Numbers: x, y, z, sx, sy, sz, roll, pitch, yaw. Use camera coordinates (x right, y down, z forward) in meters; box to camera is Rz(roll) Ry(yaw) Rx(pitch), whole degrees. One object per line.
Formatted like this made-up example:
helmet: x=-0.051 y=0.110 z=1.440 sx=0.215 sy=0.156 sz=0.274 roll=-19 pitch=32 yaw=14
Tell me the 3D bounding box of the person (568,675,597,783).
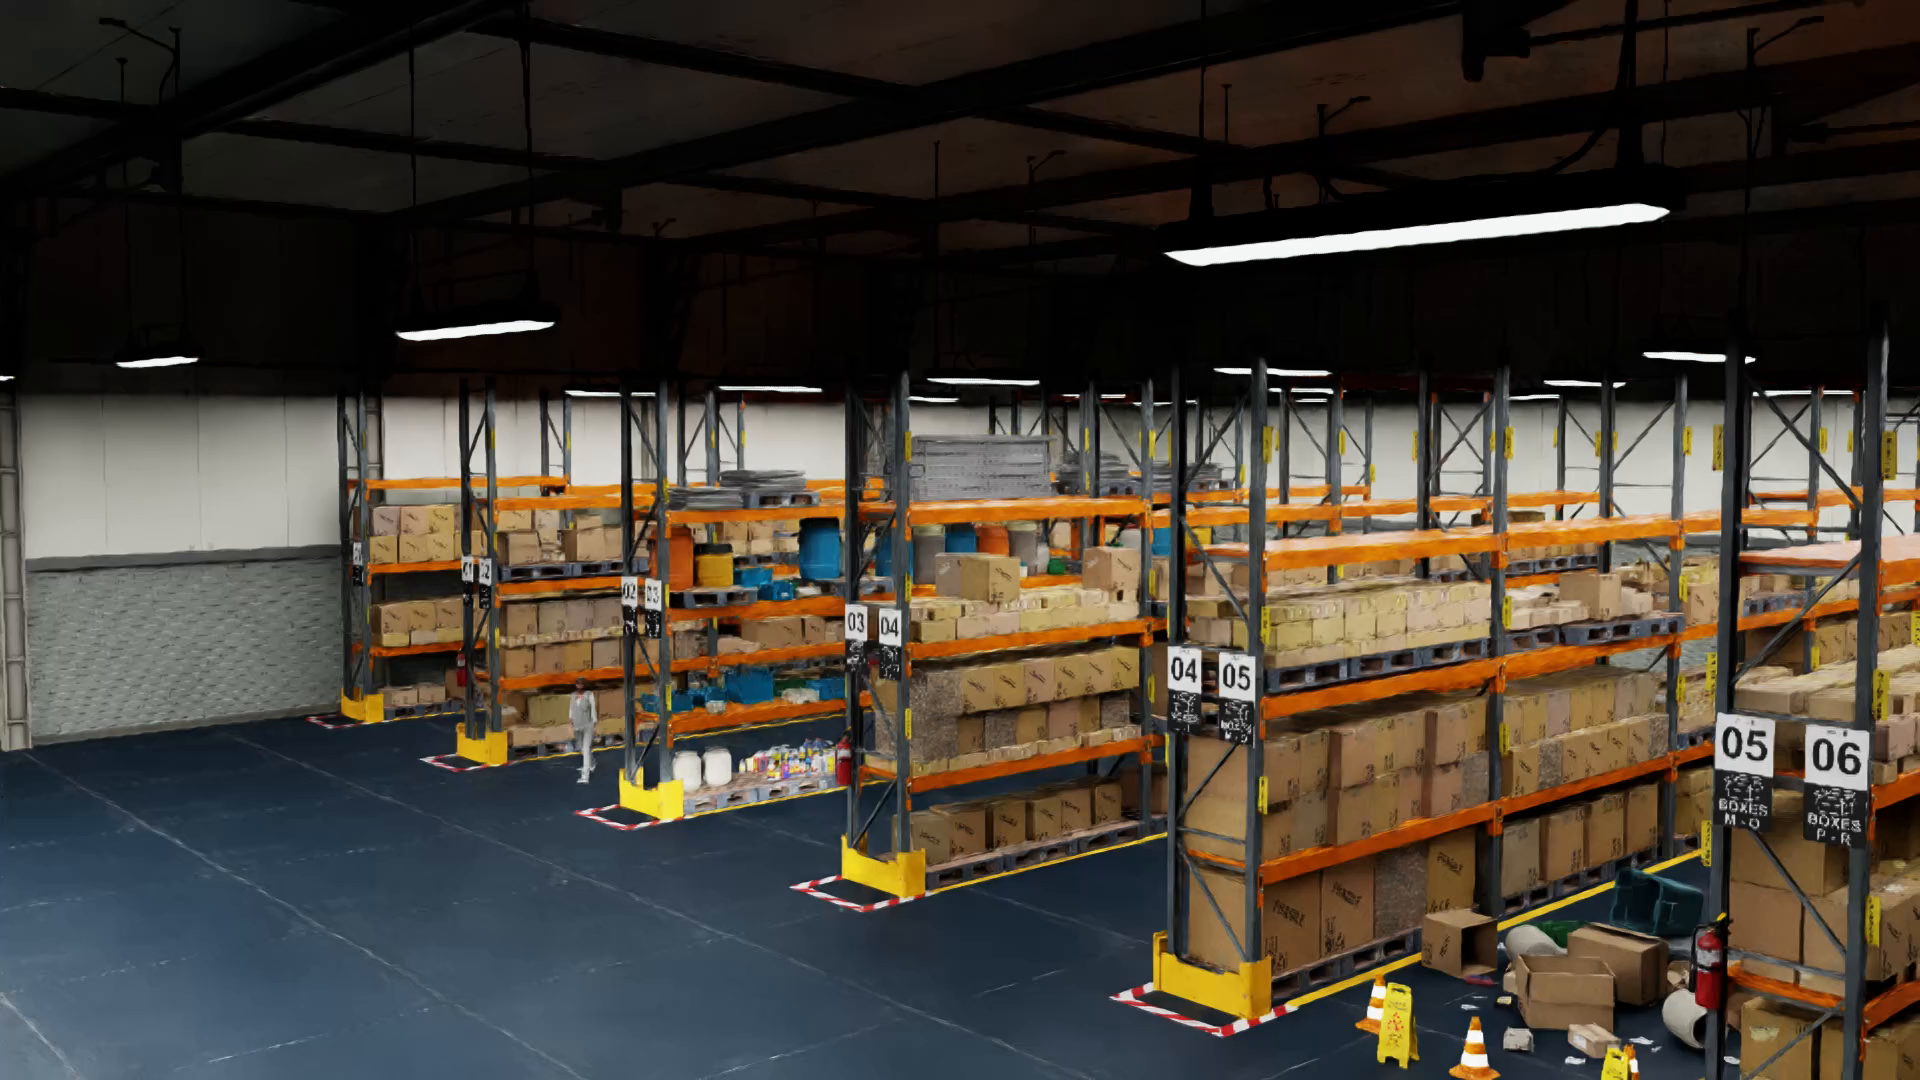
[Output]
person: x=-5.585 y=2.768 z=24.605 sx=0.486 sy=1.546 sz=0.862 roll=1 pitch=4 yaw=20
